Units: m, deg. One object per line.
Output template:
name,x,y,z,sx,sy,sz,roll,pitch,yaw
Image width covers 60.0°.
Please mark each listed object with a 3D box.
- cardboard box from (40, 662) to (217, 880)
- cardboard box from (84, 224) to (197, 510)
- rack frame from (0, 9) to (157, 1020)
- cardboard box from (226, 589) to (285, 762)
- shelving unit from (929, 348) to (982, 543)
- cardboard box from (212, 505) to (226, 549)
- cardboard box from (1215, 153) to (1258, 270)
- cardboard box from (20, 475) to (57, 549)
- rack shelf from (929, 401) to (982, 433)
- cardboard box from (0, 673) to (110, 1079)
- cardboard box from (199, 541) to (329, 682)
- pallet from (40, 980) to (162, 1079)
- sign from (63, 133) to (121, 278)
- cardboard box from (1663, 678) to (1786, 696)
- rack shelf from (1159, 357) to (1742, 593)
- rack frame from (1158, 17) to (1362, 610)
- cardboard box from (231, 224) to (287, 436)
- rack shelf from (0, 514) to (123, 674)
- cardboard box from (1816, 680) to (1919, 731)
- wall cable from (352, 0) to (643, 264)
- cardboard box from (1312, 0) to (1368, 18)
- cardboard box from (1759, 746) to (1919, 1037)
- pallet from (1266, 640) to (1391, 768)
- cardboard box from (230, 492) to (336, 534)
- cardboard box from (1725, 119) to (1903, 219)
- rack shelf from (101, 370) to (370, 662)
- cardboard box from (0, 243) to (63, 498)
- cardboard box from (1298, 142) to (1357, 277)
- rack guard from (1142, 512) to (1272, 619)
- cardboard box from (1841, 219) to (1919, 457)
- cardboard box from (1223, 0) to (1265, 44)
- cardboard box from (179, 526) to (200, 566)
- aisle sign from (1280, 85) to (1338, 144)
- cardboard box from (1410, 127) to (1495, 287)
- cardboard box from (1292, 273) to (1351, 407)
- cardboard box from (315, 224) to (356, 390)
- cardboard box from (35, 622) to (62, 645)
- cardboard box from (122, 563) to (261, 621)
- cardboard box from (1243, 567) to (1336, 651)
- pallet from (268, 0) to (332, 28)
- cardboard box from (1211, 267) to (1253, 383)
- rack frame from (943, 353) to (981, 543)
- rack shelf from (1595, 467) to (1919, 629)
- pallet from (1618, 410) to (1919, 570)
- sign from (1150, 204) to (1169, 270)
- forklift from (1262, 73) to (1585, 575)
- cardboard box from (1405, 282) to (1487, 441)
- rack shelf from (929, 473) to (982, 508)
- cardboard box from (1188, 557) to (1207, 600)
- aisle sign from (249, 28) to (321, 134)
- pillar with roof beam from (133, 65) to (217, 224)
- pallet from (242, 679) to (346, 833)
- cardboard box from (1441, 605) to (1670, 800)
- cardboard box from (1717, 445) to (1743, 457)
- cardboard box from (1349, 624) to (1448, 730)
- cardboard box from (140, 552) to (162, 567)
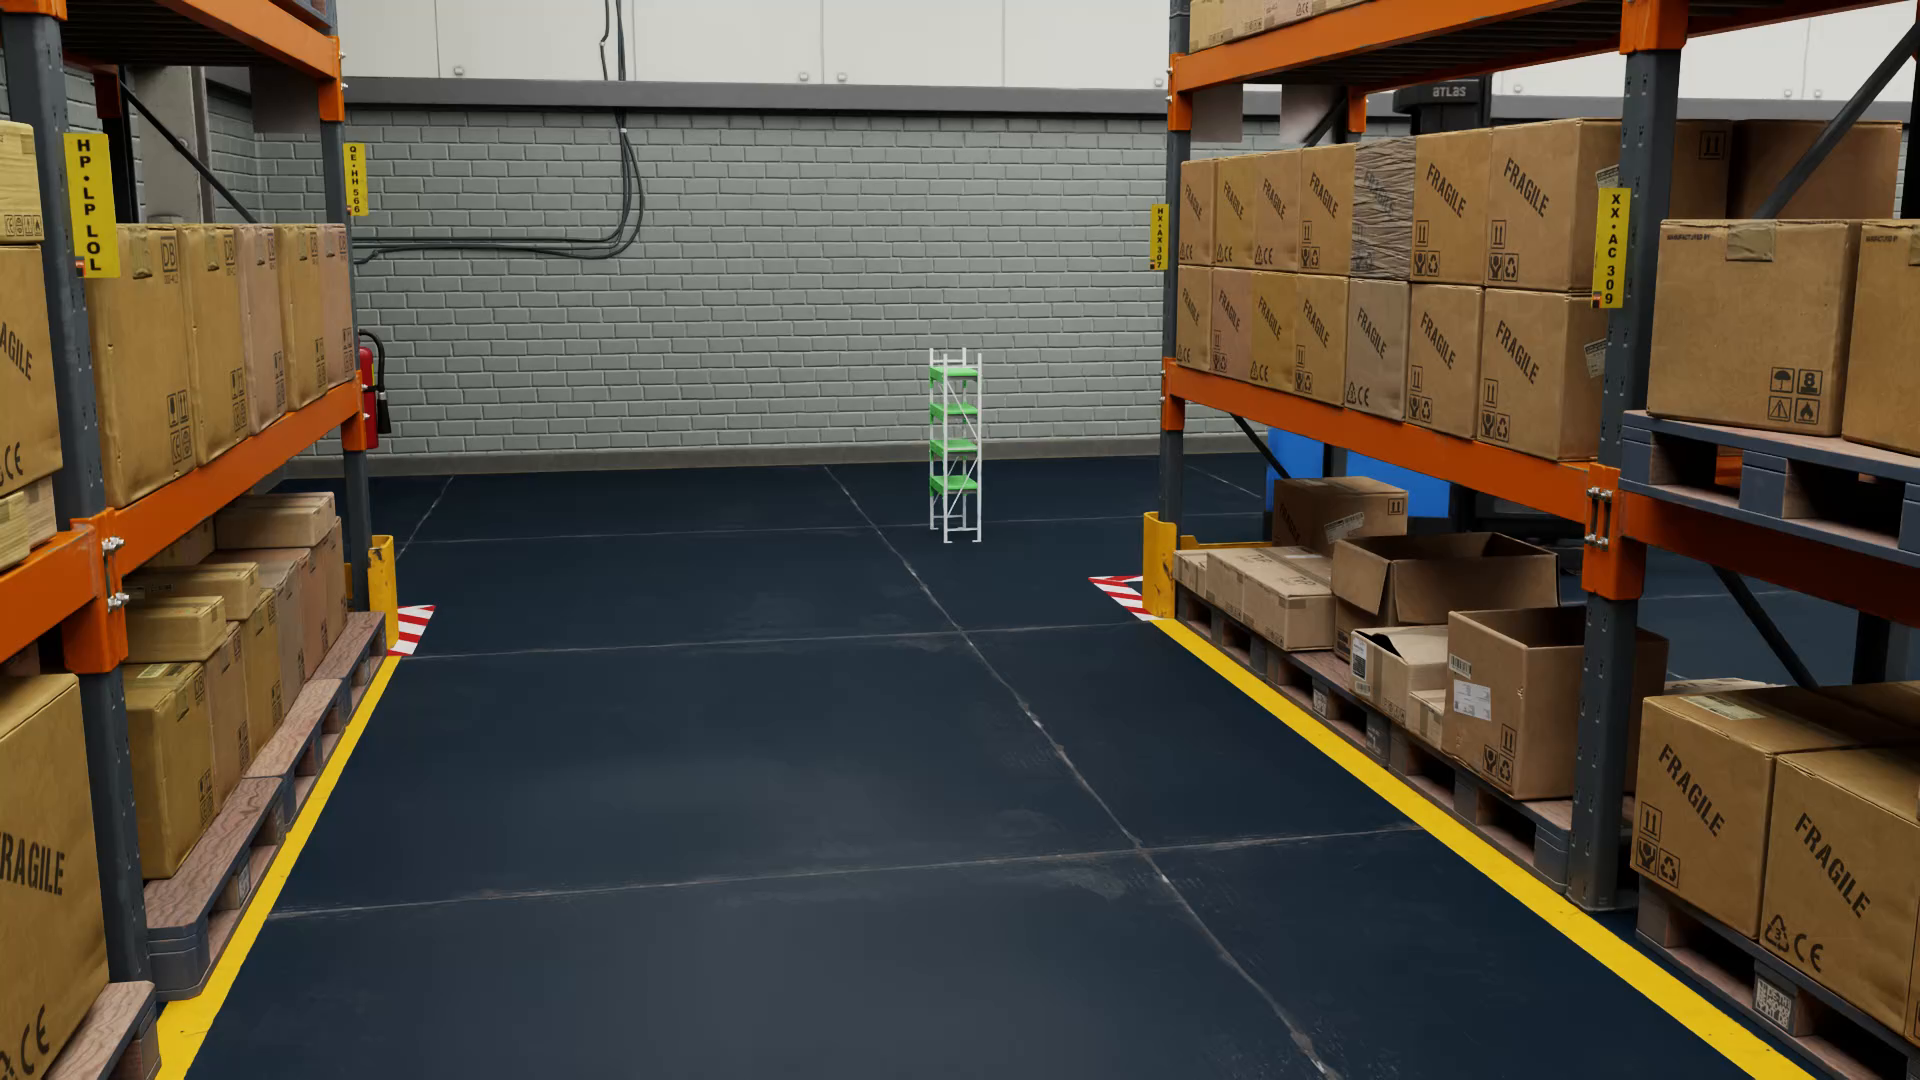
cardboard box,-2.578,0.663,4.753,0.700,0.500,0.500,-2,11,-10
cardboard box,-2.622,-0.465,4.316,0.980,0.700,0.700,-2,11,-10
rack frame,-2.533,-0.218,3.818,1.000,3.000,0.127,-2,11,-11
cardboard box,-2.770,0.477,5.732,0.700,0.500,0.500,-2,11,-10
shelving unit,-0.032,-0.620,10.744,0.258,1.200,0.503,-2,11,-11
cardboard box,-3.198,-0.046,6.745,0.380,0.149,0.250,-2,11,-11
cardboard box,1.484,-1.486,7.539,0.500,0.500,0.500,-2,11,-10
cardboard box,-2.189,-0.052,3.568,0.380,0.149,0.250,-2,11,-10
rack shelf,-0.032,-0.793,10.711,0.258,0.148,0.480,-2,11,-11
cardboard box,-2.279,0.747,3.378,0.750,0.750,0.750,-2,11,-10
cardboard box,-2.979,0.287,6.729,0.700,0.500,0.500,-2,11,-11
pallet,-2.309,1.291,3.350,1.003,0.211,1.213,-2,11,-11
sign,-2.002,-0.769,3.830,0.100,0.325,0.005,-2,11,-11
cardboard box,2.456,0.621,5.424,0.500,0.311,0.500,-2,11,-11
rack shelf,1.936,-0.412,6.763,1.077,0.370,4.000,-2,11,-11
rack frame,1.547,-1.132,8.622,1.000,3.000,0.127,-2,11,-11
cardboard box,-2.910,-0.732,5.719,0.980,0.700,0.700,-3,11,-14
rack shelf,-2.144,0.502,1.958,1.077,0.370,4.000,-2,11,-11
cardboard box,2.703,0.693,4.540,0.500,0.500,0.500,-2,11,-11
wall cable,-4.060,-3.423,12.920,3.097,2.526,0.112,-2,11,-11
cardboard box,1.685,-2.153,6.366,0.500,0.250,0.500,-2,11,-11
cardboard box,2.295,0.808,3.936,0.500,0.500,0.500,-2,11,-10
pallet,1.952,0.621,6.869,1.003,0.211,1.213,-2,11,-11
cardboard box,-2.873,-0.107,7.062,0.380,0.149,0.250,-2,11,-12
cardboard box,2.510,-1.035,5.173,0.500,0.500,0.500,-2,11,-10
rack shelf,-2.922,-0.231,5.812,1.077,0.370,4.000,-2,11,-11
cardboard box,-2.196,-0.347,3.382,0.500,0.500,0.500,-2,11,-12
cardboard box,1.676,-1.301,6.567,0.500,0.500,0.500,-2,11,-12
rack guard,1.562,0.110,8.783,1.175,0.500,0.348,-2,11,-11
cardboard box,2.394,-0.435,3.570,0.700,0.500,0.500,0,11,-2
cardboard box,1.483,-2.336,7.328,0.500,0.250,0.500,-2,11,-11
cardboard box,-3.099,0.046,6.259,0.380,0.149,0.250,-2,11,-10
aisle sign,1.835,-2.433,8.504,0.394,0.787,0.004,-2,11,-11
cardboard box,1.871,-1.116,5.596,0.500,0.500,0.500,-2,11,-12
cardboard box,1.671,-0.812,6.673,0.500,0.500,0.500,-2,11,-10
cardboard box,-3.202,-1.006,7.155,0.980,0.700,0.700,-2,11,-8
cardboard box,-2.901,0.233,5.276,0.380,0.149,0.250,-2,11,-13
cardboard box,-2.567,0.179,5.560,0.380,0.149,0.250,-2,11,-13
cardboard box,1.570,0.296,7.297,0.500,0.250,0.500,-2,11,-11
pallet,-3.156,-2.246,6.687,1.003,0.211,1.213,-2,11,-11
cardboard box,1.481,-0.996,7.639,0.500,0.500,0.500,-2,11,-12
rack frame,0.015,-0.575,10.509,0.240,1.200,0.015,-2,11,-11
rack shelf,2.714,0.322,2.908,1.077,0.370,4.000,-2,11,-11
pallet,2.374,-0.154,3.995,1.003,0.211,1.213,-2,11,-11
sign,1.015,-1.538,8.438,0.100,0.325,0.005,-2,11,-11
forklift,3.392,-1.344,9.919,3.031,2.935,1.130,2,11,10
cardboard box,1.875,-0.625,5.688,0.500,0.500,0.500,-2,11,-9
rack shelf,-0.032,-0.321,10.801,0.258,0.148,0.480,-2,11,-11
cardboard box,1.340,0.179,8.136,0.380,0.166,0.250,-2,11,-11
aisle sign,-3.031,-2.253,7.556,0.394,0.787,0.004,-2,11,-11
pillar with roof beam,-0.462,-4.519,10.370,9.100,9.000,0.400,-2,11,-11
pallet,-2.845,0.786,6.004,1.003,0.211,1.213,-2,11,-11
cardboard box,1.936,0.519,5.455,0.500,0.500,0.500,-2,11,-11
cardboard box,2.494,-0.551,5.302,0.500,0.500,0.500,-2,11,-10
cardboard box,1.791,0.474,6.196,0.500,0.311,0.500,-2,11,-11
cardboard box,-3.000,0.140,5.768,0.380,0.149,0.250,-2,11,-12
